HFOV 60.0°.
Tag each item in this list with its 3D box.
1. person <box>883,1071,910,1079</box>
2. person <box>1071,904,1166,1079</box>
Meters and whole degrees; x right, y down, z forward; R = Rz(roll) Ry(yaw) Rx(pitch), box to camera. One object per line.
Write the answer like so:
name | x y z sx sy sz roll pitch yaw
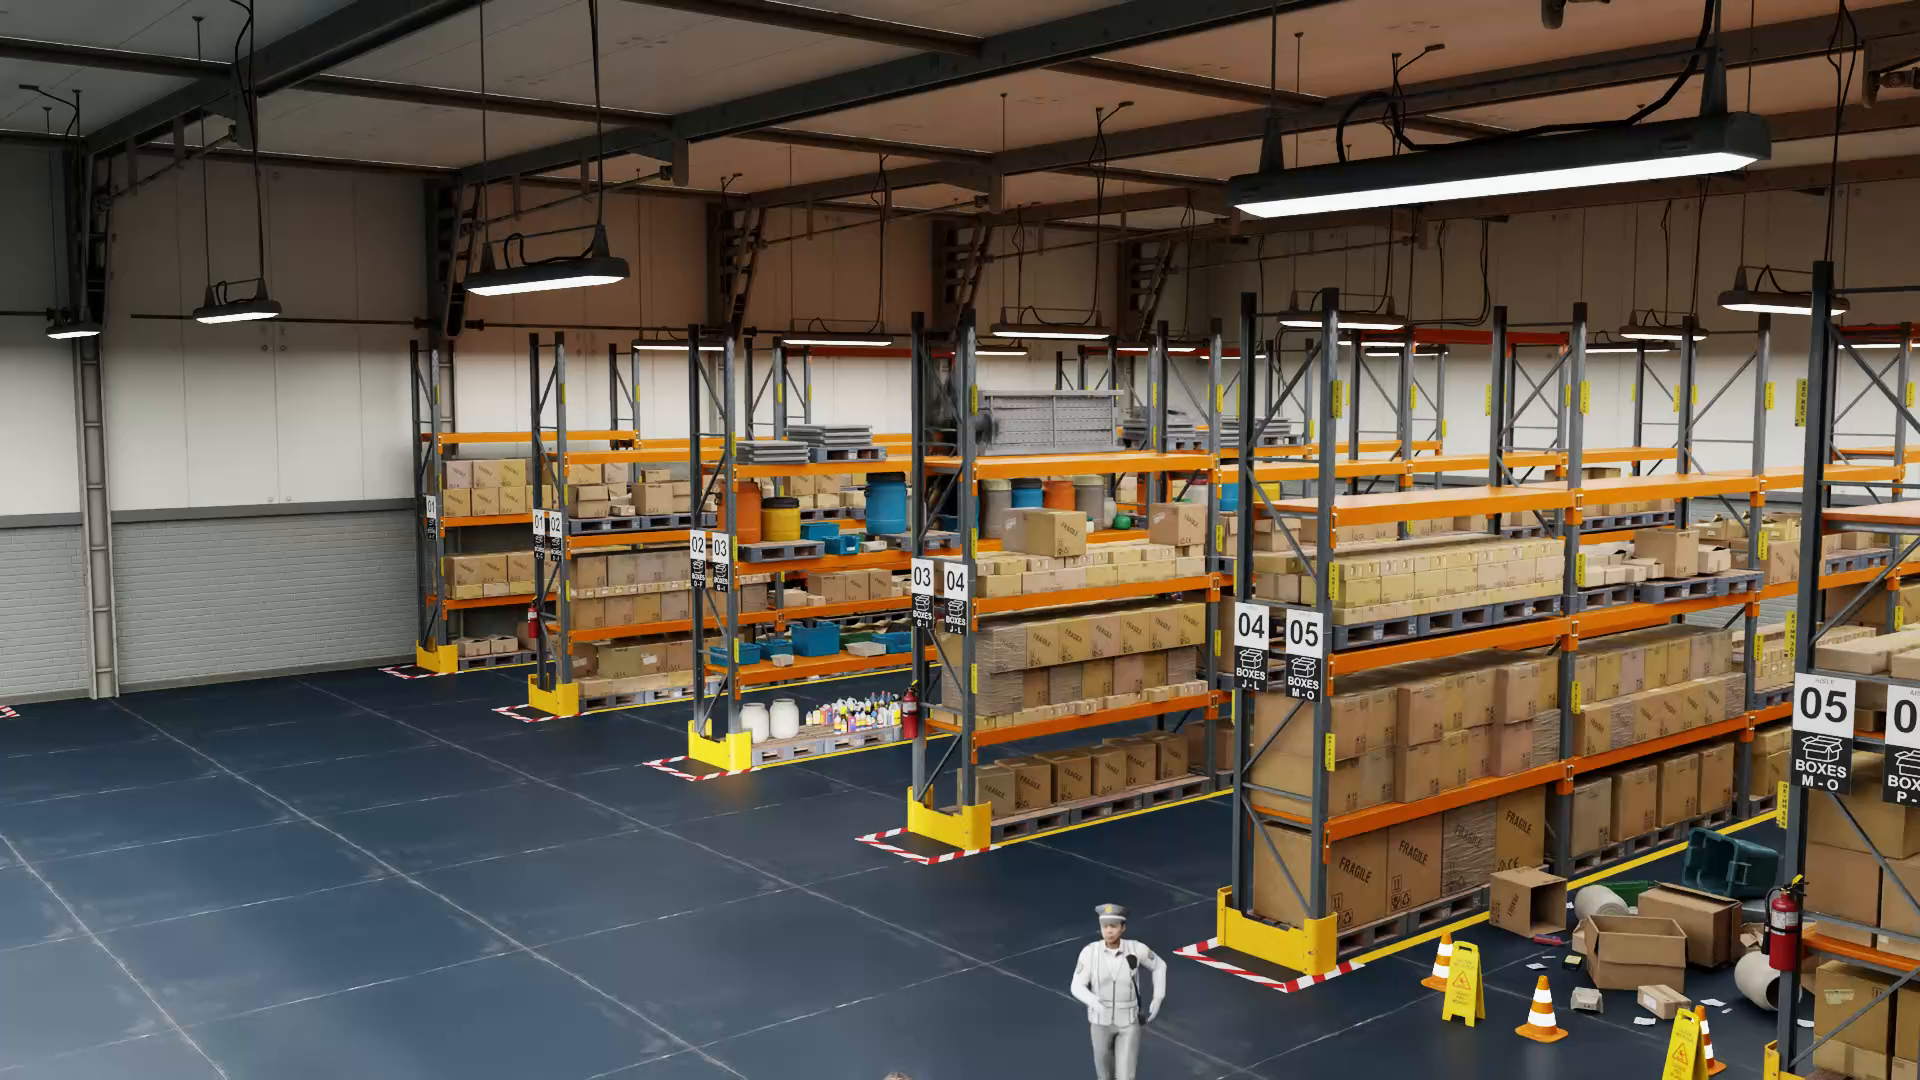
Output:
person | -0.328 3.548 8.477 0.567 1.700 0.764 0 5 3
person | 1.067 3.302 11.287 0.619 1.730 0.739 1 5 13
